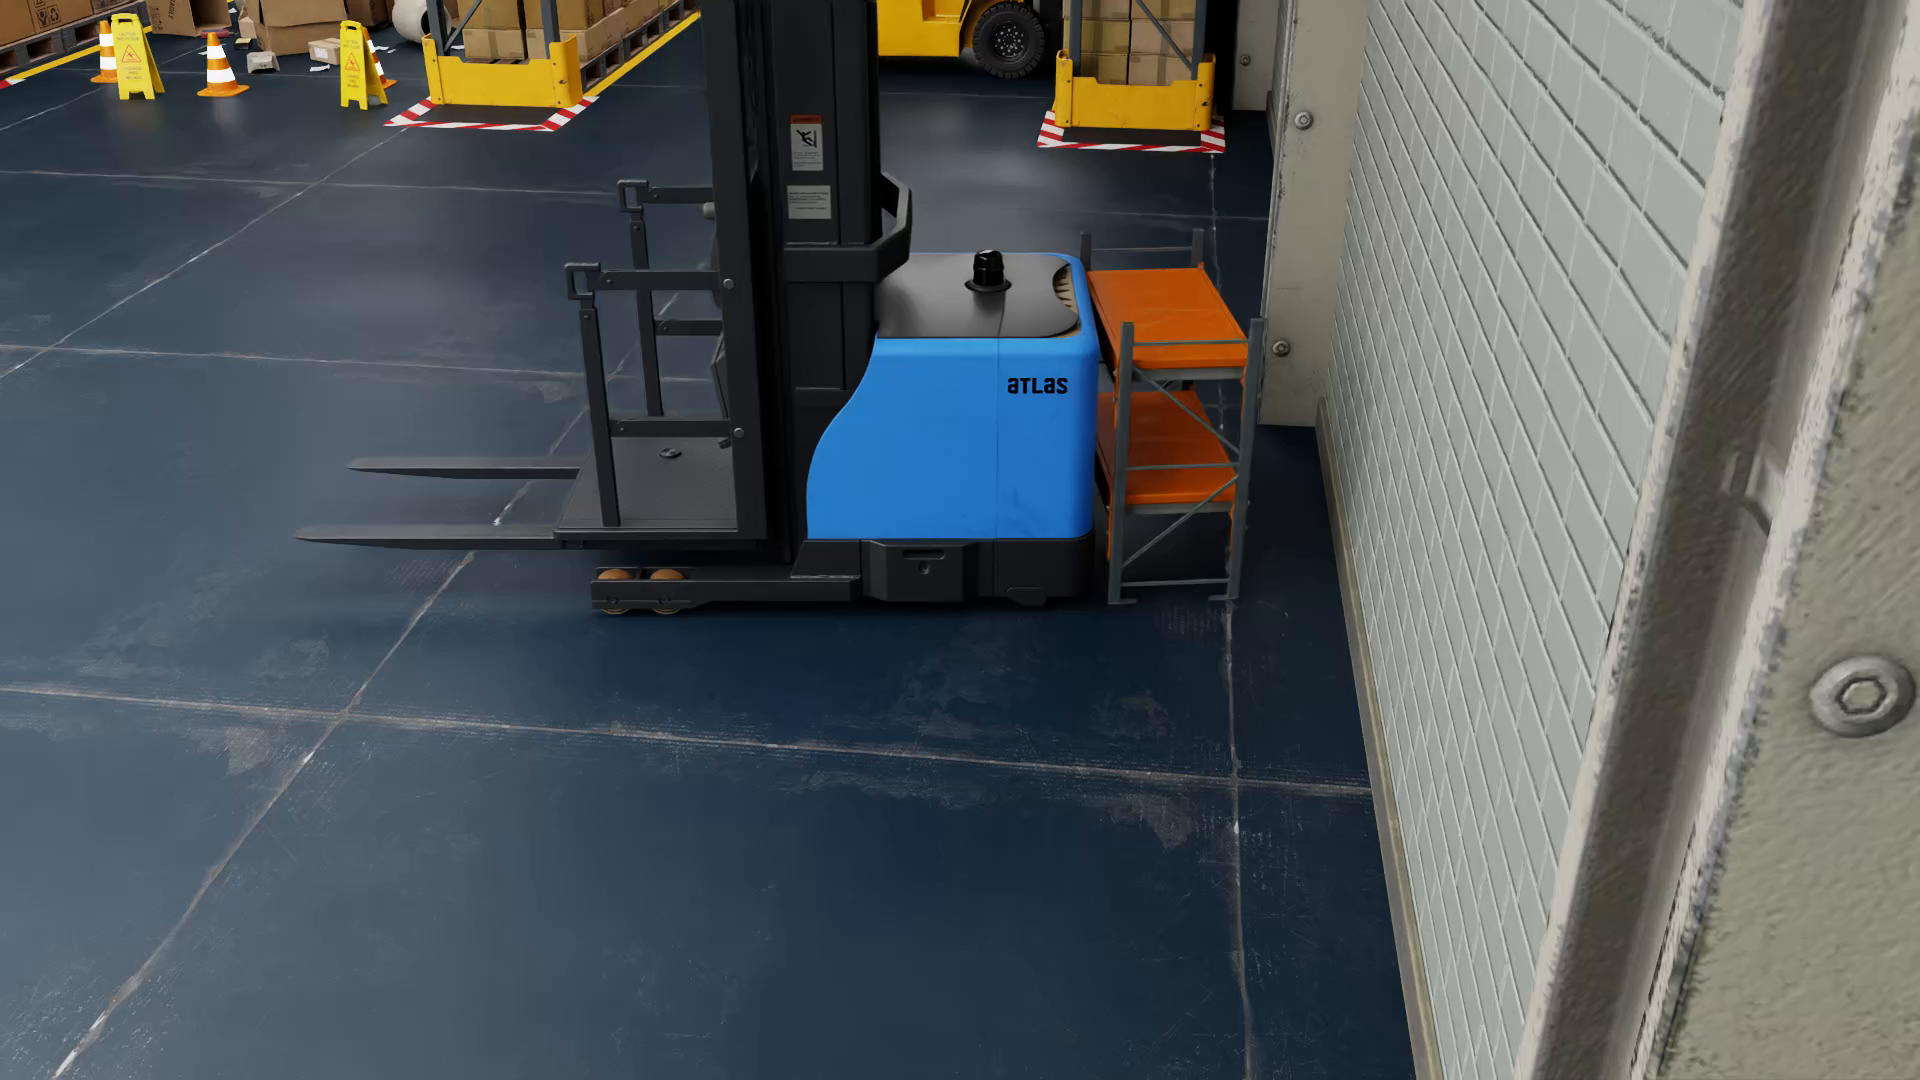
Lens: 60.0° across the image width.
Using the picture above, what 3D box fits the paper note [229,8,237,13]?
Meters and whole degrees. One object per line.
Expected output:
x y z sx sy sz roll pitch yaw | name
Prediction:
-7.231 -5.230 16.425 0.147 0.020 0.142 -17 33 -29 | paper note

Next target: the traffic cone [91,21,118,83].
-7.063 -4.074 13.824 0.336 0.463 0.334 3 28 6 | traffic cone

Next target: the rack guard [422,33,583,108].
-3.603 -3.718 13.125 1.175 0.500 0.348 3 28 6 | rack guard

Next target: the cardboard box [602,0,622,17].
-3.177 -4.709 13.993 0.500 0.500 0.500 2 28 4 | cardboard box

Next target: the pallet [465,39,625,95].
-3.469 -3.972 13.899 1.003 0.211 1.213 3 28 6 | pallet

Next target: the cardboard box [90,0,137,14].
-8.301 -5.439 15.481 0.875 0.875 0.875 4 29 7 | cardboard box

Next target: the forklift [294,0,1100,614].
-1.011 -1.263 6.004 3.031 2.935 1.130 0 28 0 | forklift

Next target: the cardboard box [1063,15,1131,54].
1.064 -3.938 12.826 0.500 0.250 0.500 3 28 6 | cardboard box

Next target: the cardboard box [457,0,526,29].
-3.773 -4.480 13.568 0.500 0.500 0.500 4 29 7 | cardboard box

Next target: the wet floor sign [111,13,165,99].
-6.576 -3.858 13.231 0.267 0.644 0.232 -1 28 -3 | wet floor sign

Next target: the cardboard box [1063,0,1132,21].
1.061 -4.146 12.685 0.500 0.250 0.500 4 29 8 | cardboard box

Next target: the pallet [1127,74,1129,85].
1.366 -3.631 13.268 1.003 0.211 1.213 3 28 6 | pallet

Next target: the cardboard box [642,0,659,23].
-3.050 -4.856 15.057 0.500 0.250 0.500 4 29 7 | cardboard box

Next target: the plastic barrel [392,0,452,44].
-4.862 -4.709 15.045 0.421 0.421 0.512 -24 36 -37 | plastic barrel

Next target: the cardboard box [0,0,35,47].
-8.520 -4.596 13.915 0.875 0.875 0.875 4 29 6 | cardboard box

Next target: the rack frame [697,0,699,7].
-3.122 -6.666 15.961 1.000 3.000 0.127 3 28 6 | rack frame

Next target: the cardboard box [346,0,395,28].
-5.804 -5.158 15.651 0.797 0.637 0.503 3 28 6 | cardboard box

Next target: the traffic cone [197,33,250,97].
-5.984 -3.848 13.405 0.336 0.463 0.334 3 28 6 | traffic cone

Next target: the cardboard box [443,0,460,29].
-4.604 -5.141 15.763 0.500 0.500 0.500 -24 36 -37 | cardboard box

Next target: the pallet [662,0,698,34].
-3.170 -5.120 16.031 1.003 0.211 1.213 3 28 6 | pallet

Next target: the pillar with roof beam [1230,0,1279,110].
-1.979 -7.663 11.486 9.100 9.000 0.400 3 28 6 | pillar with roof beam

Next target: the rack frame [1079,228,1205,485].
0.734 -0.746 6.949 0.500 1.125 0.032 -2 28 -4 | rack frame

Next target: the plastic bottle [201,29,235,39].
-6.856 -4.682 15.377 0.283 0.061 0.133 -6 29 -11 | plastic bottle

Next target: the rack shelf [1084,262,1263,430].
0.772 -0.764 6.364 0.538 0.278 1.000 -2 28 -4 | rack shelf

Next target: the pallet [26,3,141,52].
-8.365 -4.749 15.343 1.003 0.211 1.213 3 28 6 | pallet

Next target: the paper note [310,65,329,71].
-5.472 -4.037 14.210 0.148 0.019 0.142 -6 29 -11 | paper note

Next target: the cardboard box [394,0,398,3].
-5.352 -5.204 16.129 0.258 0.266 0.396 -17 33 -29 | cardboard box

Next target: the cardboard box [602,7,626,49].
-3.169 -4.361 14.138 0.500 0.250 0.500 4 29 8 | cardboard box

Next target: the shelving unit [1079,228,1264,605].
0.772 -0.506 6.503 0.538 1.125 1.048 -2 28 -4 | shelving unit

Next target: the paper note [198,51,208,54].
-6.666 -4.335 14.766 0.144 0.017 0.142 14 31 24 | paper note

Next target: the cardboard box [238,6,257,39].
-6.430 -4.786 15.354 0.396 0.266 0.258 8 29 15 | cardboard box

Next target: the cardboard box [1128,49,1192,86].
1.568 -3.691 12.894 0.500 0.250 0.500 3 29 6 | cardboard box
